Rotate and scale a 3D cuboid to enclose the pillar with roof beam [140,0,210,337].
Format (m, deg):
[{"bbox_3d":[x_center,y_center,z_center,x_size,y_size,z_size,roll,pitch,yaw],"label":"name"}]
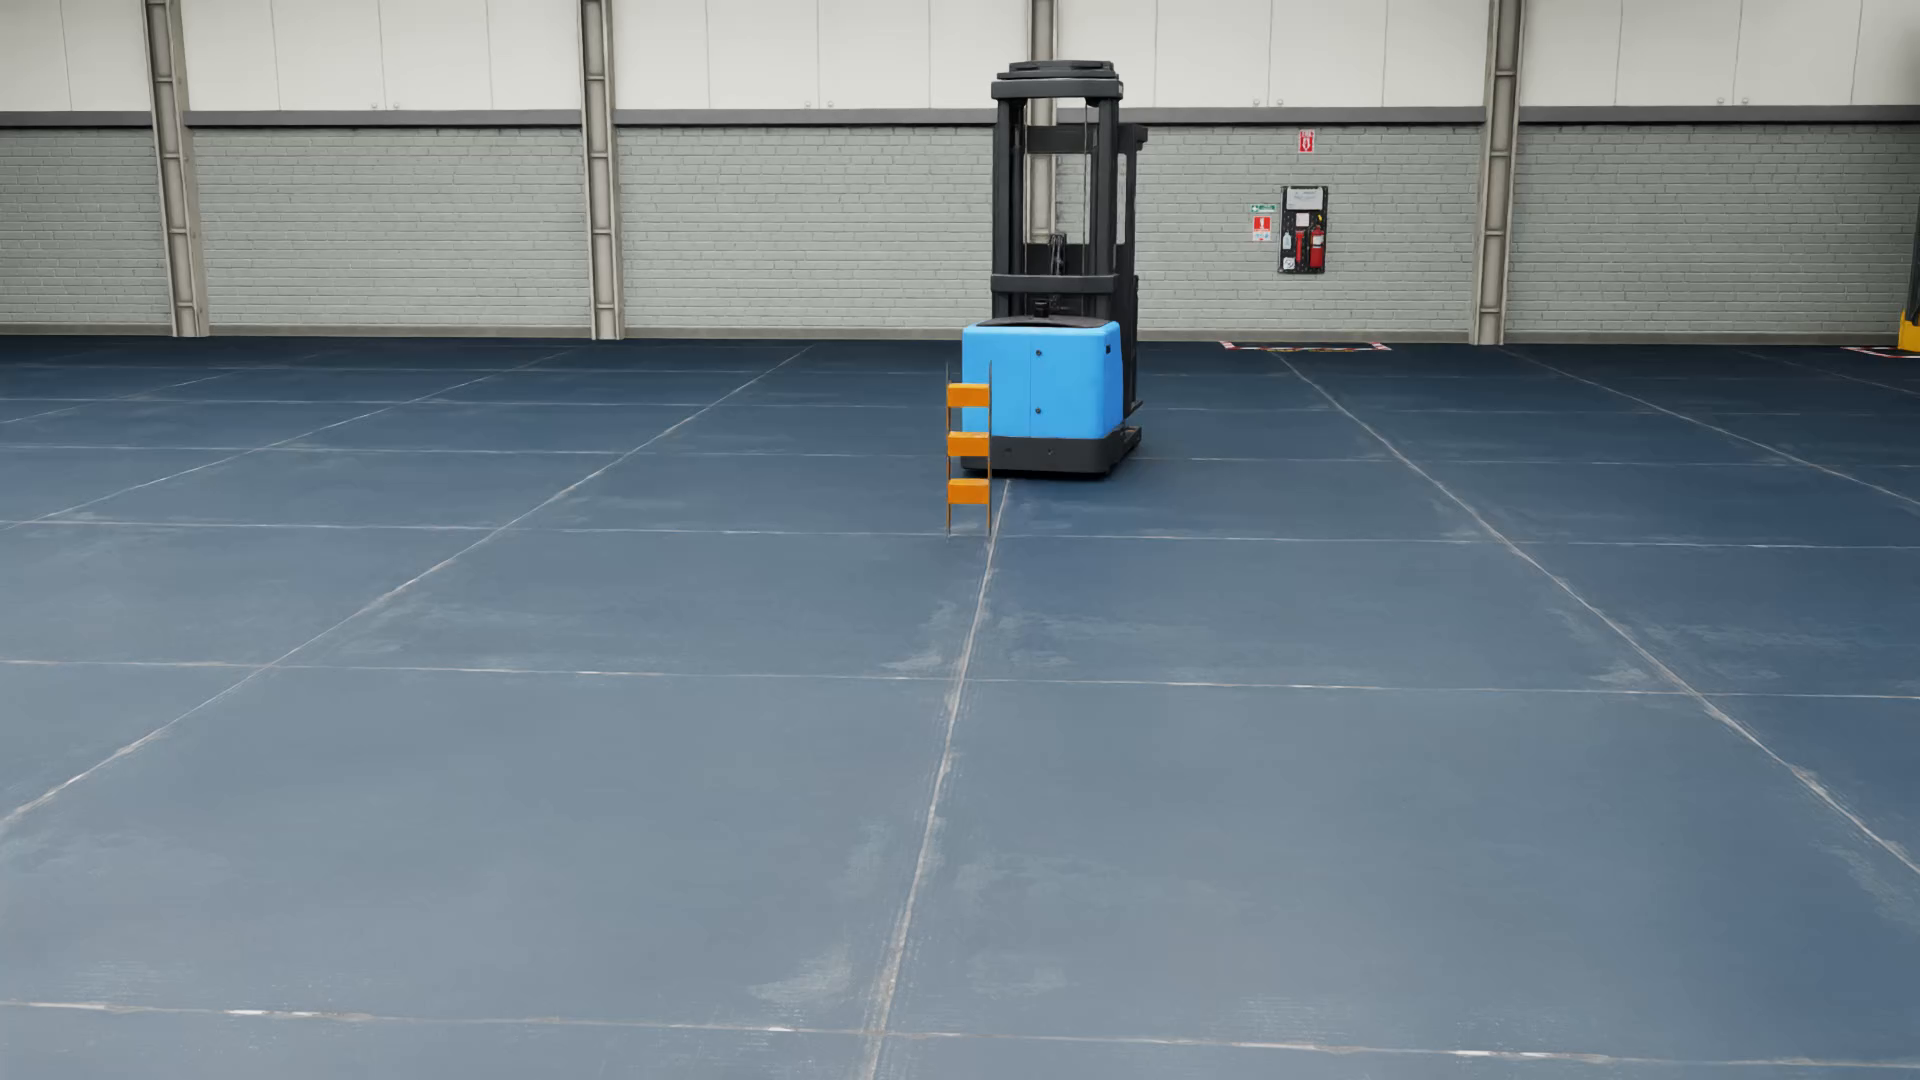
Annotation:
[{"bbox_3d":[-11.170,-6.411,18.438,0.400,9.000,9.100,1,12,4],"label":"pillar with roof beam"}]

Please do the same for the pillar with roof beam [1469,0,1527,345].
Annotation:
[{"bbox_3d":[6.789,-6.165,17.260,0.400,9.000,9.100,1,12,4],"label":"pillar with roof beam"}]

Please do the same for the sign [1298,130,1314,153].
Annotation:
[{"bbox_3d":[4.612,-5.304,22.138,0.199,0.298,0.001,1,12,4],"label":"sign"}]

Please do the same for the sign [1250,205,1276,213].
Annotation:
[{"bbox_3d":[4.073,-4.453,22.348,0.331,0.109,0.001,1,12,4],"label":"sign"}]

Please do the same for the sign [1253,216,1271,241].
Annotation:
[{"bbox_3d":[4.069,-4.195,22.411,0.234,0.329,0.001,1,12,4],"label":"sign"}]

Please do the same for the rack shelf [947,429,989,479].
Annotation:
[{"bbox_3d":[0.053,-0.503,9.659,0.240,0.259,0.215,1,12,4],"label":"rack shelf"}]

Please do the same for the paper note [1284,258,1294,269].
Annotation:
[{"bbox_3d":[4.442,-3.735,22.447,0.142,0.148,0.016,1,12,4],"label":"paper note"}]

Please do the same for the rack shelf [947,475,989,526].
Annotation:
[{"bbox_3d":[0.053,-0.231,9.716,0.240,0.259,0.215,1,12,4],"label":"rack shelf"}]

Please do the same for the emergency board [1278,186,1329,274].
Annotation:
[{"bbox_3d":[4.614,-4.149,22.278,0.643,1.169,0.194,1,12,4],"label":"emergency board"}]

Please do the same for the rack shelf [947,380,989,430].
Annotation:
[{"bbox_3d":[0.053,-0.781,9.601,0.240,0.259,0.215,1,12,4],"label":"rack shelf"}]

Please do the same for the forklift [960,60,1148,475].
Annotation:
[{"bbox_3d":[0.843,-2.158,12.924,1.130,2.935,3.031,3,12,13],"label":"forklift"}]

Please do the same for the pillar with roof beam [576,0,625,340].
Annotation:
[{"bbox_3d":[-5.184,-6.329,18.045,0.400,9.000,9.100,1,12,4],"label":"pillar with roof beam"}]

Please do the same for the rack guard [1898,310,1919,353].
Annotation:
[{"bbox_3d":[12.383,-2.634,21.139,0.348,0.500,1.175,1,12,4],"label":"rack guard"}]

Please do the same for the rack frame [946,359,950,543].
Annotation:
[{"bbox_3d":[-0.068,-0.515,9.665,0.008,1.050,0.200,1,12,4],"label":"rack frame"}]

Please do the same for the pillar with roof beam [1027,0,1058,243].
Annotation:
[{"bbox_3d":[0.803,-6.247,17.653,0.400,9.000,9.100,1,12,4],"label":"pillar with roof beam"}]

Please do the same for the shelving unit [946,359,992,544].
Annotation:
[{"bbox_3d":[0.053,-0.513,9.657,0.252,1.050,0.215,1,12,4],"label":"shelving unit"}]

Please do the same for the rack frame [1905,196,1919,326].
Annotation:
[{"bbox_3d":[12.307,-3.858,20.888,0.127,3.000,1.000,1,12,4],"label":"rack frame"}]

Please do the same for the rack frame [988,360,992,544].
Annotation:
[{"bbox_3d":[0.175,-0.511,9.649,0.008,1.050,0.200,1,12,4],"label":"rack frame"}]

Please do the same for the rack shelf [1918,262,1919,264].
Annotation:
[{"bbox_3d":[14.303,-3.479,20.830,4.000,0.370,1.077,1,12,4],"label":"rack shelf"}]
